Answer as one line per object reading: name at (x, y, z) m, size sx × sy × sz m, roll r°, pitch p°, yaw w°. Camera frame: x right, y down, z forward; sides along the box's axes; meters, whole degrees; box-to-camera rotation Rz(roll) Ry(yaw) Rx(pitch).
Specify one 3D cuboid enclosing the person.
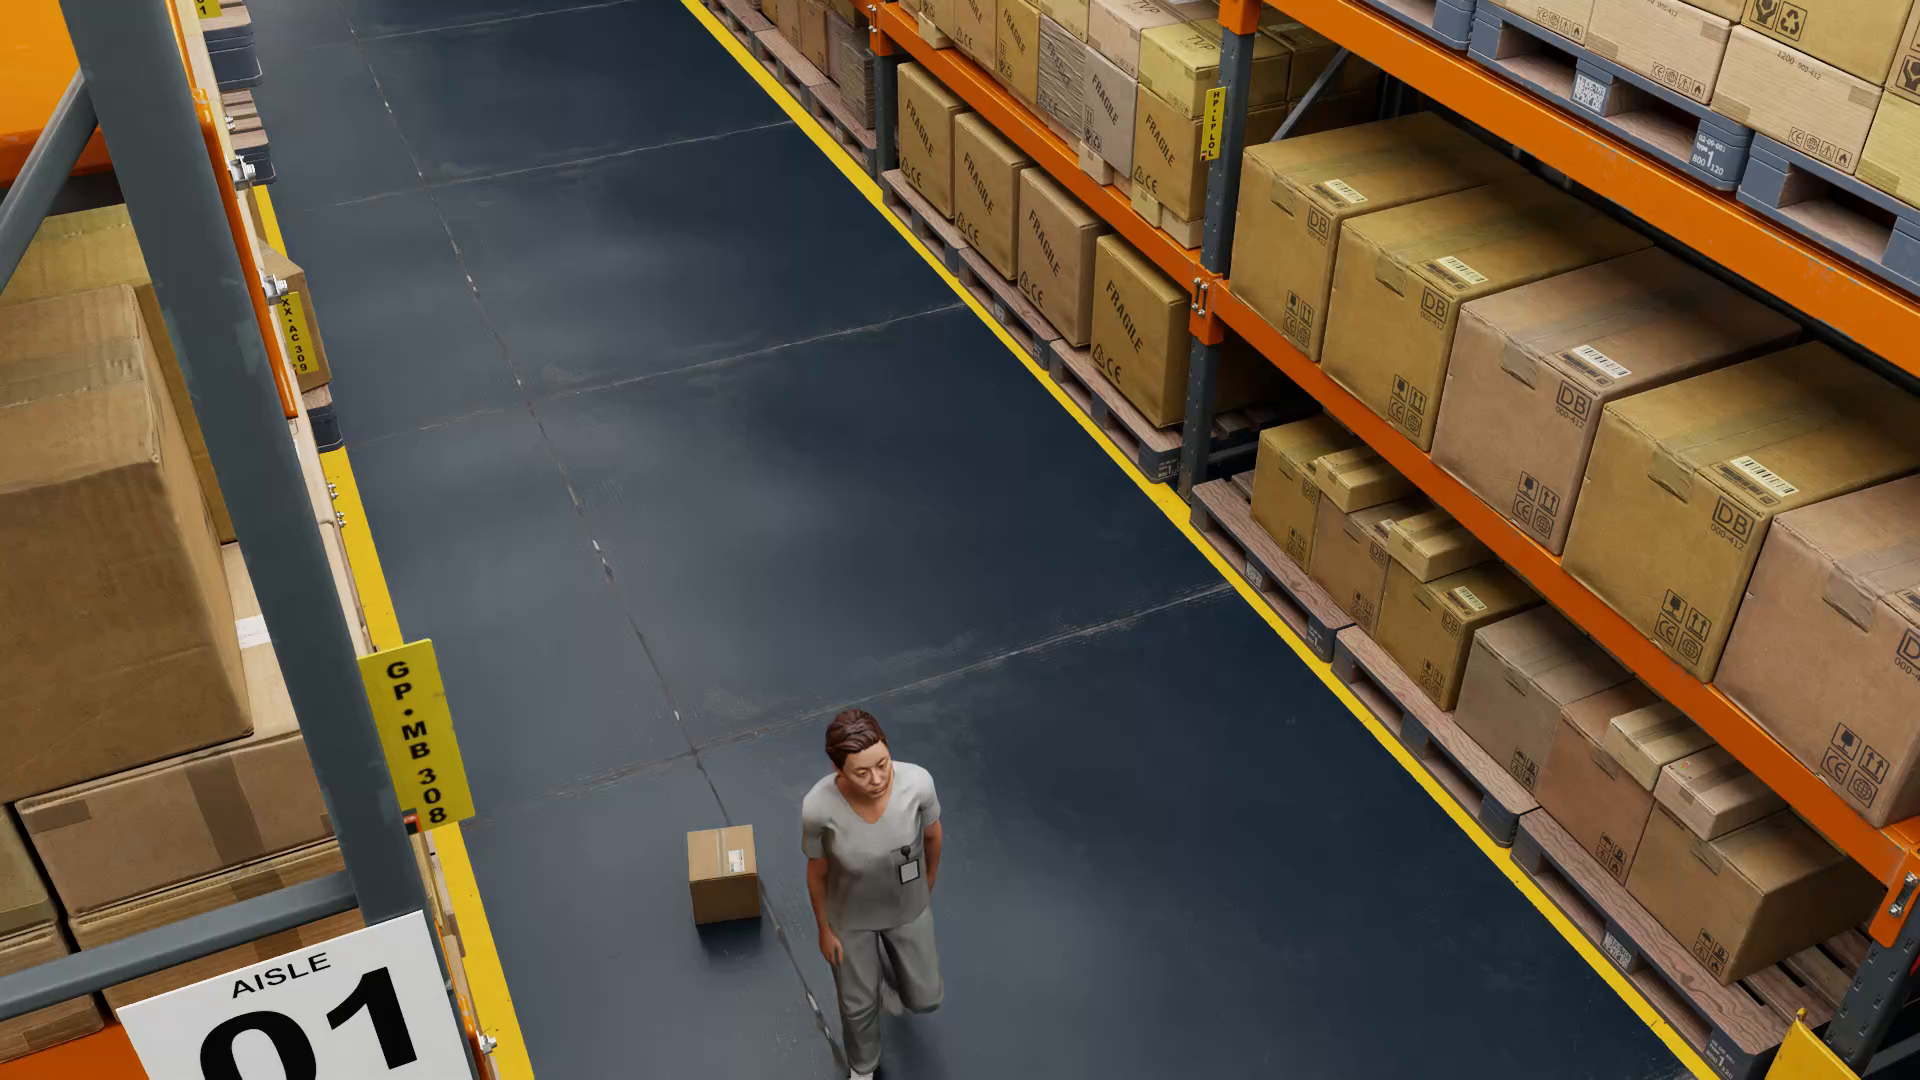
person at (-0.280, 1.130, 5.356) m, size 0.449 × 1.654 × 0.557 m, roll -7°, pitch 38°, yaw -9°
